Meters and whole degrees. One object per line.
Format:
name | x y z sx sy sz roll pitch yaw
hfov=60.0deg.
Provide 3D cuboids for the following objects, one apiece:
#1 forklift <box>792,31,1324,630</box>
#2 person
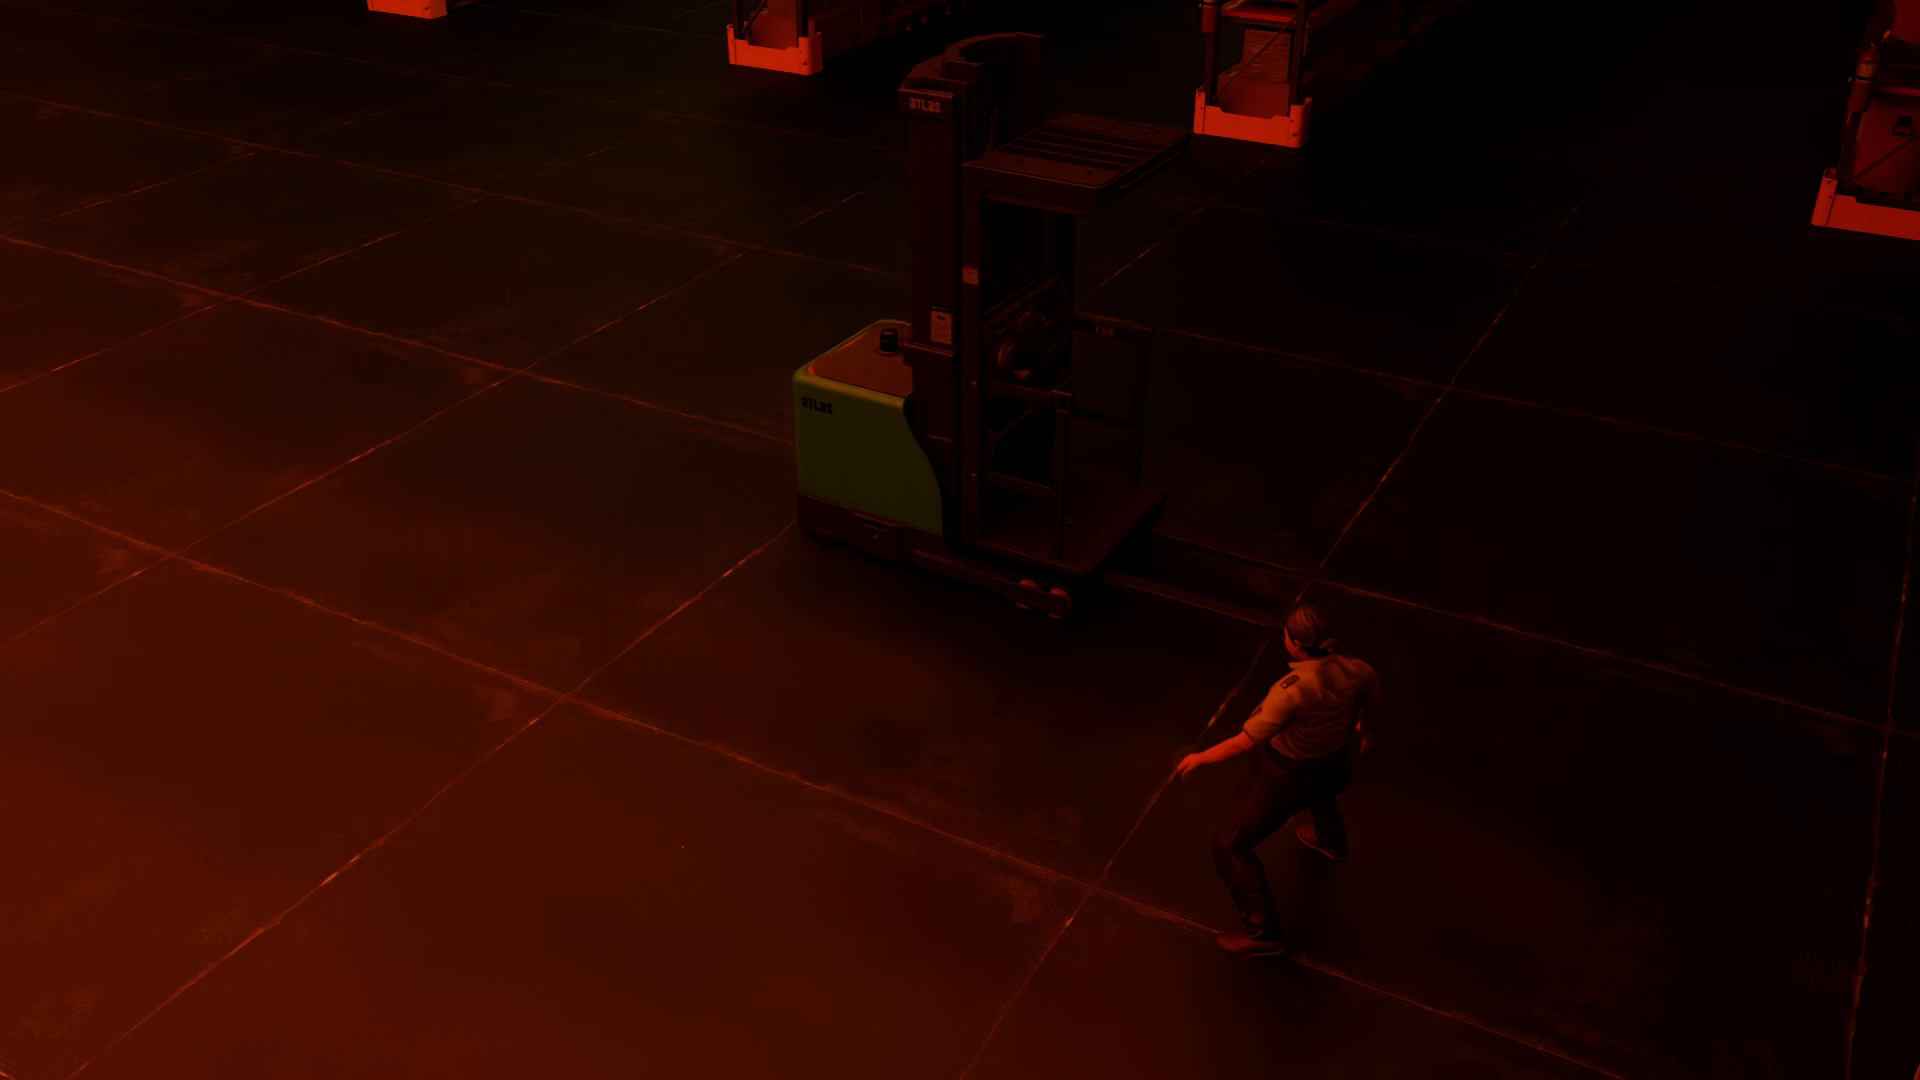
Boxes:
forklift | 0.550 -1.136 9.039 3.031 2.935 1.130 16 34 26
person | 1.381 0.922 6.914 0.887 1.539 0.649 -14 33 -23
